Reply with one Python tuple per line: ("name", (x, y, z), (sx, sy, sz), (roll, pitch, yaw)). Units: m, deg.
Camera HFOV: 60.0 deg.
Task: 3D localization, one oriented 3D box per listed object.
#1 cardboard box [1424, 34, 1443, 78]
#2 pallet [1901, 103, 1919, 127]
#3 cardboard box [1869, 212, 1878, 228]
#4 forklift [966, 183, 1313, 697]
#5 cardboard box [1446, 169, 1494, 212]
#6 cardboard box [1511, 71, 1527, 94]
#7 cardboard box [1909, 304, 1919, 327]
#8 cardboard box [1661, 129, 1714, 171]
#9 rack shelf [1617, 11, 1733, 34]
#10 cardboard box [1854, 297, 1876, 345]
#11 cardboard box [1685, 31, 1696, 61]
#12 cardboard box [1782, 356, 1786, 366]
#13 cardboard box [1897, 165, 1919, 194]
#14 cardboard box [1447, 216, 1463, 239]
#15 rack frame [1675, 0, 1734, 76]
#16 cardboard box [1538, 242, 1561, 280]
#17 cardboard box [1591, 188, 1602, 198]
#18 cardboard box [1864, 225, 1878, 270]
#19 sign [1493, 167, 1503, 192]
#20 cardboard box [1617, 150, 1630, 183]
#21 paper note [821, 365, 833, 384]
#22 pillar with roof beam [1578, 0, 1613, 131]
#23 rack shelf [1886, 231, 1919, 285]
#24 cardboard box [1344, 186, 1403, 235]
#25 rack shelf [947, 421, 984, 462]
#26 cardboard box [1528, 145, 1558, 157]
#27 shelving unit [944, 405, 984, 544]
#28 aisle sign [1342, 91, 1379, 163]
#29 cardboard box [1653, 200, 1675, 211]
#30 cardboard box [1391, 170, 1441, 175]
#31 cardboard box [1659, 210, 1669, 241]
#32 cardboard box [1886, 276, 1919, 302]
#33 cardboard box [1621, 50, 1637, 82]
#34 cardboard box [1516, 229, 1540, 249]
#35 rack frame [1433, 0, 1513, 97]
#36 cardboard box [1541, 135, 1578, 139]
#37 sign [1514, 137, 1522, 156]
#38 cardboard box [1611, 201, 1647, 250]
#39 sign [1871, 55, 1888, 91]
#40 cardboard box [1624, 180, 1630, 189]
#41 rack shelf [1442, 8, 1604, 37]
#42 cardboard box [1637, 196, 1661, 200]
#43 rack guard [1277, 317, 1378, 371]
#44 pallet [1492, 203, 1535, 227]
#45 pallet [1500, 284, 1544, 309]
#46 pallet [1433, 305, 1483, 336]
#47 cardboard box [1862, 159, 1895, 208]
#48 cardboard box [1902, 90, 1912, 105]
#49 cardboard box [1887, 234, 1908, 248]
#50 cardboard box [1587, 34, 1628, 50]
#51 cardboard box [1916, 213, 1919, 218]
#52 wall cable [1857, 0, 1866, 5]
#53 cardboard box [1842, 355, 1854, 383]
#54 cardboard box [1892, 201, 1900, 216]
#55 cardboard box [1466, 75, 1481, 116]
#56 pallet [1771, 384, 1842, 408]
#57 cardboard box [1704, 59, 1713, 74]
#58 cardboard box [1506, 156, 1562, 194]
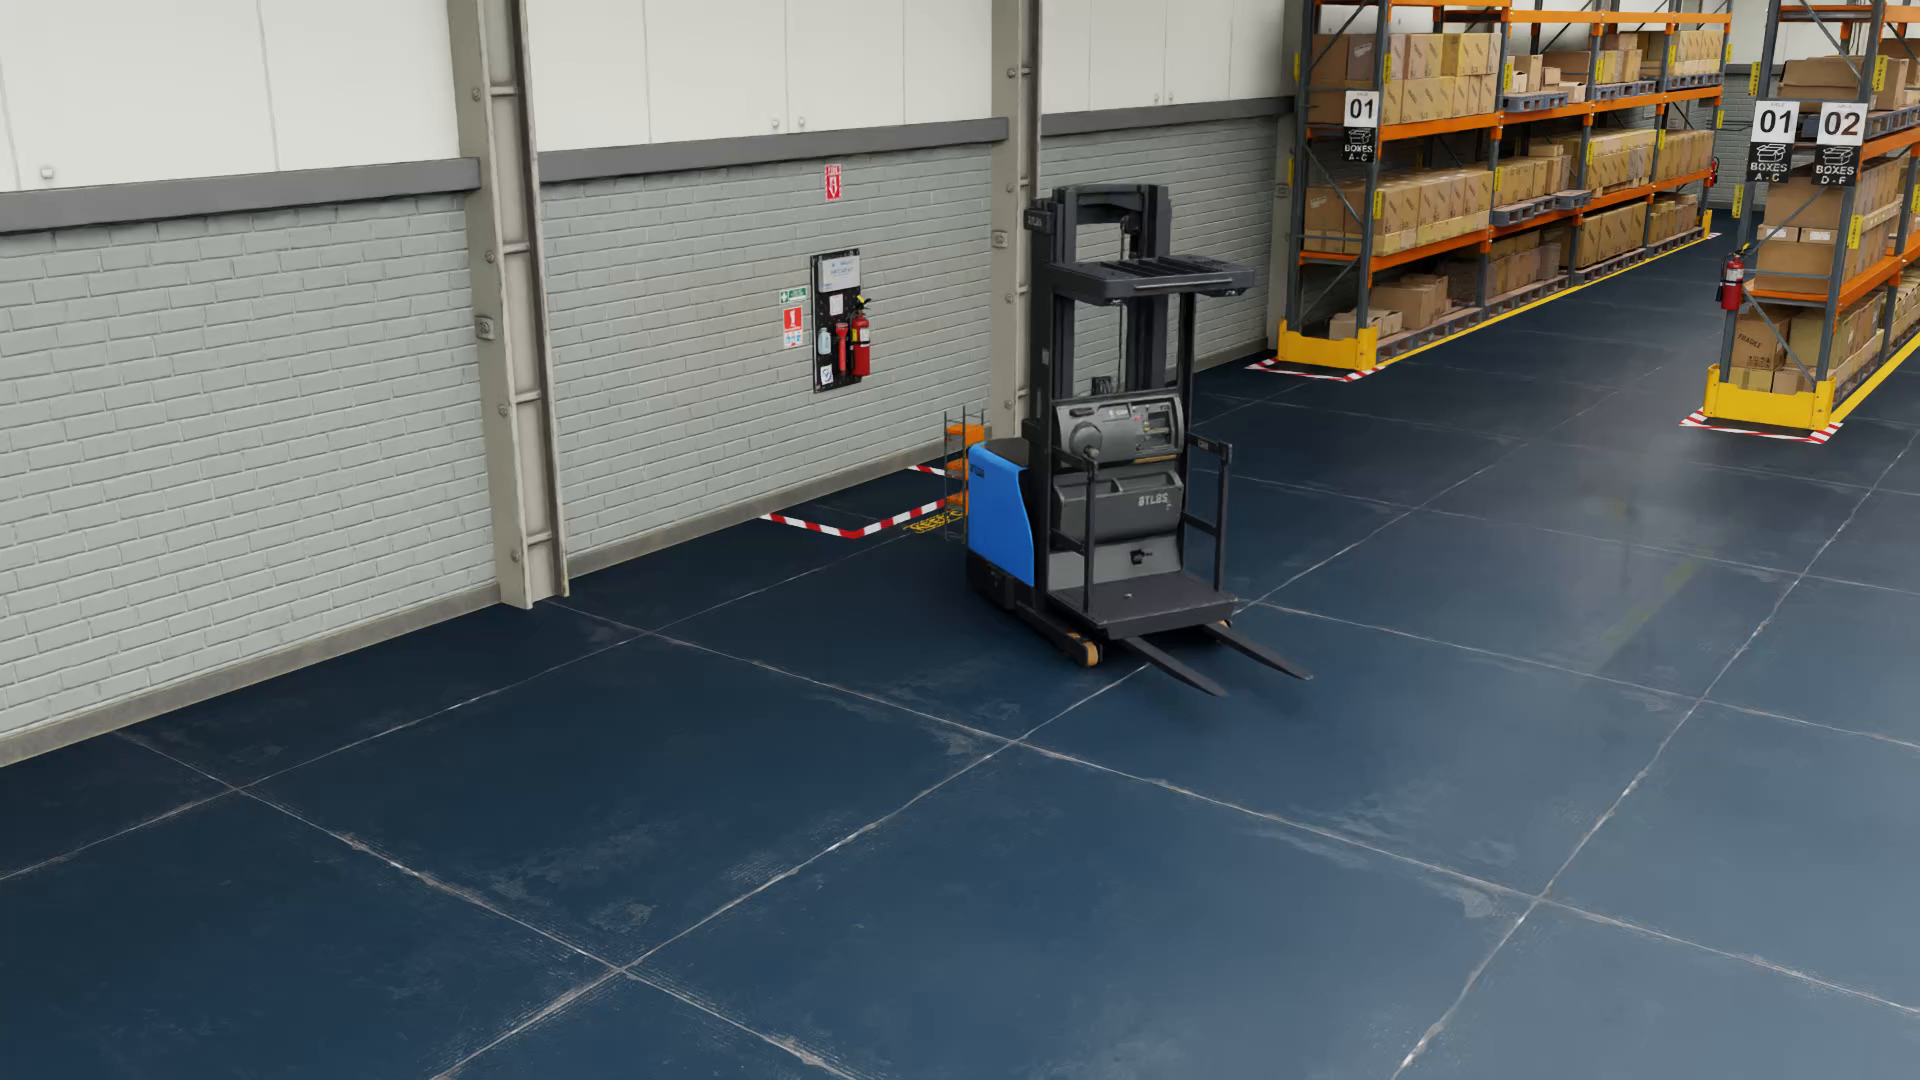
("cardboard box", (5.441, -5.807, 19.940), (0.500, 0.500, 0.500), (13, 22, 36))
("pallet", (10.257, -4.817, 18.789), (1.003, 0.211, 1.213), (12, 21, 35))
("cardboard box", (9.841, -3.524, 18.270), (0.380, 0.149, 0.250), (13, 22, 36))
("forklift", (1.140, -0.731, 10.656), (1.130, 2.935, 3.031), (-8, 19, -24))
("cardboard box", (6.730, -4.638, 22.075), (0.500, 0.500, 0.500), (12, 21, 35))
("cardboard box", (7.521, -6.362, 23.058), (0.500, 0.311, 0.500), (13, 22, 36))
("cardboard box", (12.100, -2.941, 21.584), (0.500, 0.250, 0.500), (13, 21, 36))
("cardboard box", (13.618, -7.387, 31.468), (0.980, 0.700, 0.700), (14, 22, 37))
("rack shelf", (12.722, -9.221, 29.652), (1.077, 0.370, 4.000), (12, 21, 35))
("cardboard box", (10.041, -2.494, 18.882), (0.500, 0.500, 0.500), (12, 21, 35))
("cardboard box", (12.482, -8.626, 29.016), (0.500, 0.500, 0.500), (12, 21, 34))
("cardboard box", (8.732, -1.870, 18.137), (0.500, 0.250, 0.500), (12, 21, 35))
("cardboard box", (13.412, -5.005, 23.428), (0.700, 0.500, 0.500), (5, 18, 16))
("cardboard box", (6.134, -4.041, 21.417), (0.500, 0.250, 0.500), (12, 21, 34))
("rack frame", (13.914, -10.232, 31.020), (1.000, 3.000, 0.127), (12, 21, 35))
("cardboard box", (8.760, -4.297, 25.497), (0.700, 0.500, 0.500), (13, 21, 35))
("cardboard box", (9.913, -5.496, 26.273), (0.380, 0.149, 0.250), (13, 22, 36))
("cardboard box", (9.874, -3.330, 18.740), (0.700, 0.500, 0.500), (13, 21, 35))
("sign", (7.204, -4.828, 22.275), (0.100, 0.325, 0.005), (12, 21, 35))
("cardboard box", (10.562, -6.098, 27.119), (0.500, 0.500, 0.500), (13, 22, 36))
("paper note", (-1.136, -1.414, 14.226), (0.016, 0.148, 0.142), (12, 21, 35))
("pillar with roof beam", (14.710, -8.838, 26.531), (9.100, 9.000, 0.400), (12, 21, 35))
("rack shelf", (11.936, -3.767, 21.531), (1.077, 0.370, 4.000), (12, 21, 35))
("cardboard box", (4.906, -3.913, 19.741), (0.500, 0.500, 0.500), (12, 21, 35))
("rack shelf", (0.032, -0.775, 13.048), (0.215, 0.259, 0.240), (12, 21, 35))
("cardboard box", (8.786, -5.863, 25.061), (0.380, 0.149, 0.250), (9, 19, 26))
("shelving unit", (0.032, -0.514, 13.129), (0.215, 1.050, 0.252), (12, 21, 35))
("aisle sign", (4.578, -4.728, 19.026), (0.394, 0.787, 0.004), (12, 21, 35))
("cardboard box", (12.720, -6.065, 30.128), (0.380, 0.149, 0.250), (12, 21, 33))
("cardboard box", (6.005, -4.608, 21.978), (0.500, 0.500, 0.500), (12, 21, 34))
("cardboard box", (12.360, -5.700, 30.049), (0.700, 0.500, 0.500), (12, 21, 34))
("cardboard box", (12.406, -3.330, 21.890), (0.500, 0.311, 0.500), (12, 21, 34))
("cardboard box", (10.638, -7.771, 27.241), (0.700, 0.500, 0.500), (12, 21, 34))
("cardboard box", (8.370, -4.531, 24.985), (0.500, 0.250, 0.500), (13, 21, 36))
("rack frame", (6.764, -7.374, 21.816), (1.000, 3.000, 0.127), (12, 21, 35))
("cardboard box", (9.521, -6.296, 26.491), (0.500, 0.250, 0.500), (12, 21, 33))
("sign", (8.699, -6.112, 25.915), (0.100, 0.325, 0.005), (12, 21, 35))
("cardboard box", (11.248, -5.411, 28.526), (0.750, 0.750, 0.750), (13, 21, 35))
("sign", (8.803, -4.470, 15.915), (0.100, 0.325, 0.005), (12, 21, 35))
("cardboard box", (10.925, -5.936, 27.690), (0.380, 0.149, 0.250), (12, 21, 35))
("rack shelf", (7.955, -7.316, 23.516), (1.077, 0.370, 4.000), (12, 21, 35))
("cardboard box", (12.737, -6.262, 30.764), (0.380, 0.149, 0.250), (13, 21, 35))
("rack guard", (4.426, -2.381, 20.067), (1.175, 0.500, 0.348), (12, 21, 35))
("pallet", (7.336, -4.574, 23.238), (1.003, 0.211, 1.213), (12, 21, 35))
("pallet", (7.953, -3.655, 24.657), (1.003, 0.211, 1.213), (12, 21, 35))
("pallet", (6.392, -3.011, 22.584), (1.003, 0.211, 1.213), (12, 21, 35))
("cardboard box", (10.185, -4.075, 18.950), (0.700, 0.500, 0.500), (12, 21, 35))
("cardboard box", (10.245, -4.879, 18.319), (0.380, 0.149, 0.250), (12, 21, 35))
("cardboard box", (11.436, -3.690, 20.490), (0.380, 0.149, 0.250), (12, 21, 35))
("cardboard box", (10.584, -8.142, 27.173), (0.500, 0.250, 0.500), (12, 21, 33))
("cardboard box", (12.876, -4.466, 22.717), (0.500, 0.311, 0.500), (14, 22, 38))
("wall cable", (19.743, -11.967, 33.327), (3.097, 2.526, 0.112), (12, 21, 35))
("cardboard box", (9.452, -1.896, 18.221), (0.500, 0.250, 0.500), (12, 21, 35))
("cardboard box", (10.754, -3.889, 19.448), (0.380, 0.149, 0.250), (12, 21, 35))
("cardboard box", (6.350, -5.717, 21.335), (0.500, 0.500, 0.500), (10, 20, 30))
("pallet", (8.783, -1.540, 17.846), (1.003, 0.211, 1.213), (12, 21, 35))
("cardboard box", (13.381, -8.631, 30.297), (0.500, 0.250, 0.500), (11, 21, 33))
("cardboard box", (8.564, -5.468, 24.883), (0.700, 0.500, 0.500), (10, 20, 30))
